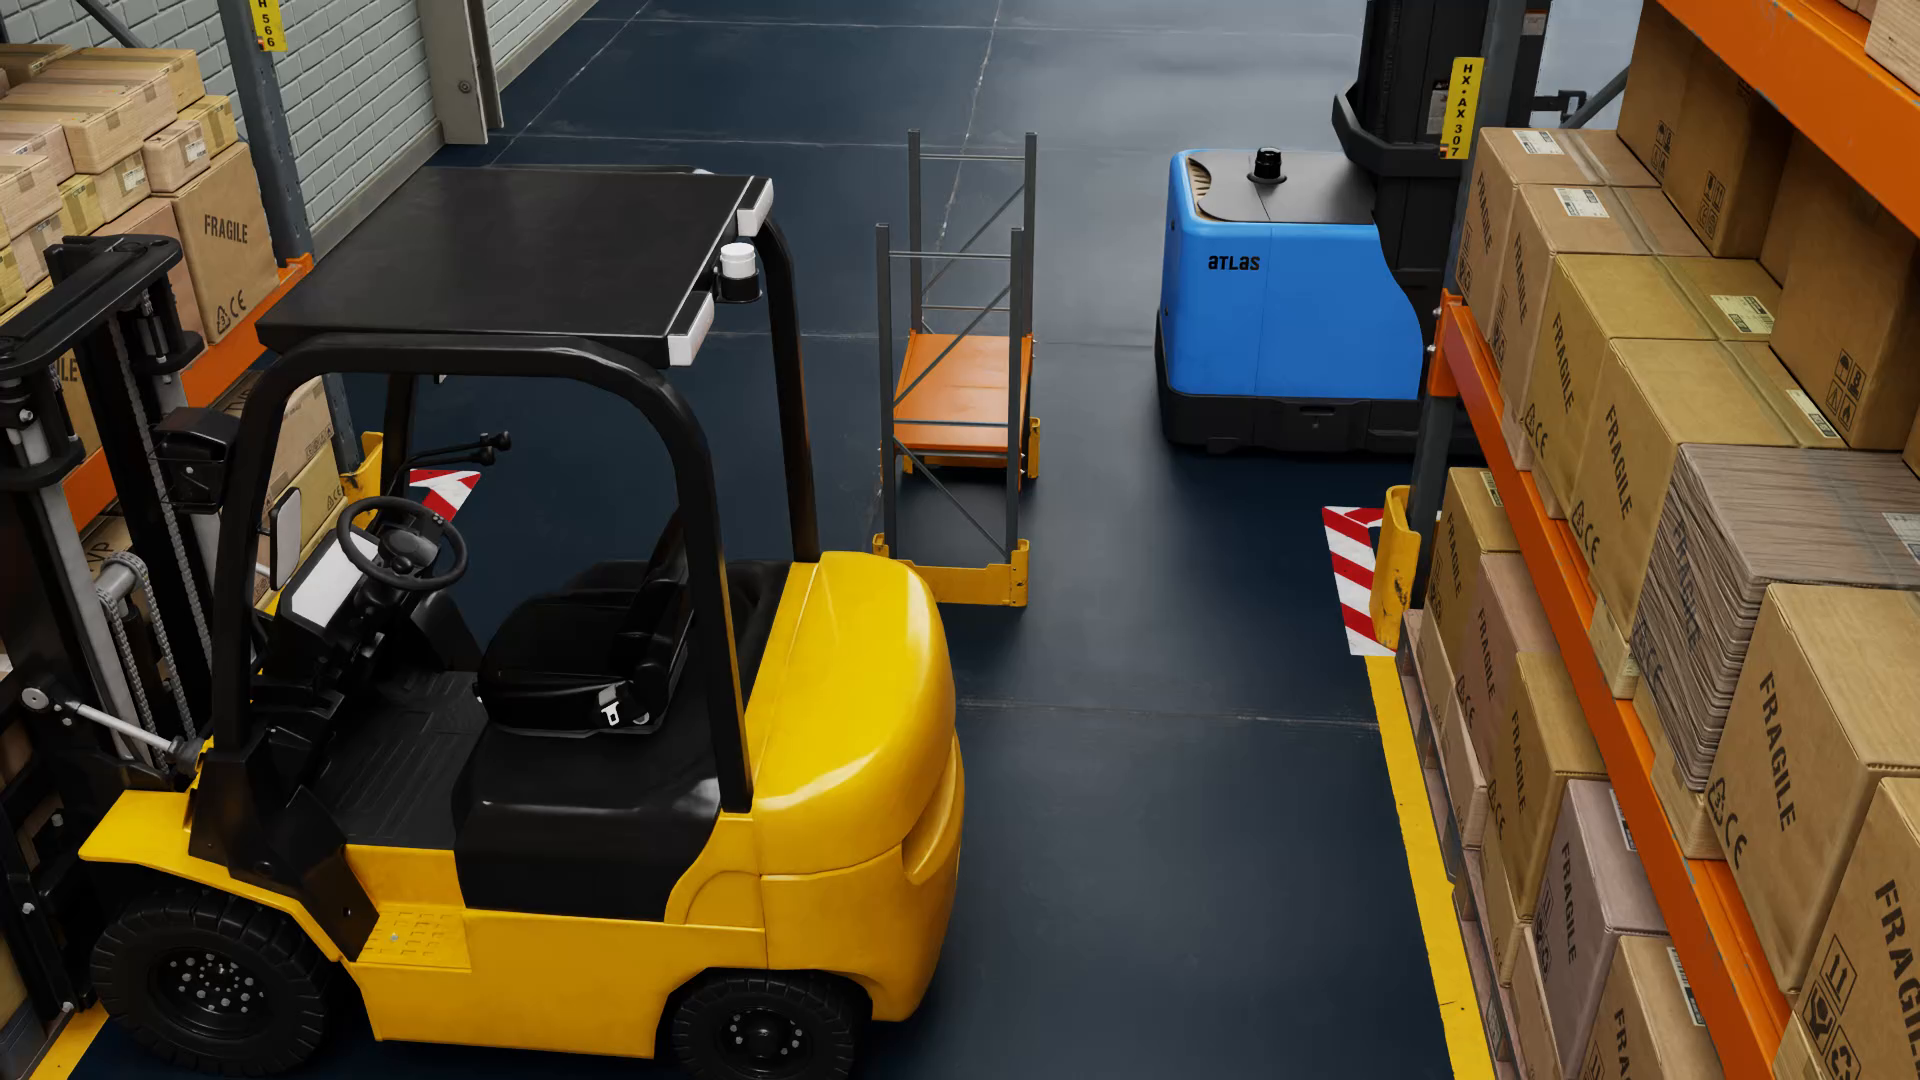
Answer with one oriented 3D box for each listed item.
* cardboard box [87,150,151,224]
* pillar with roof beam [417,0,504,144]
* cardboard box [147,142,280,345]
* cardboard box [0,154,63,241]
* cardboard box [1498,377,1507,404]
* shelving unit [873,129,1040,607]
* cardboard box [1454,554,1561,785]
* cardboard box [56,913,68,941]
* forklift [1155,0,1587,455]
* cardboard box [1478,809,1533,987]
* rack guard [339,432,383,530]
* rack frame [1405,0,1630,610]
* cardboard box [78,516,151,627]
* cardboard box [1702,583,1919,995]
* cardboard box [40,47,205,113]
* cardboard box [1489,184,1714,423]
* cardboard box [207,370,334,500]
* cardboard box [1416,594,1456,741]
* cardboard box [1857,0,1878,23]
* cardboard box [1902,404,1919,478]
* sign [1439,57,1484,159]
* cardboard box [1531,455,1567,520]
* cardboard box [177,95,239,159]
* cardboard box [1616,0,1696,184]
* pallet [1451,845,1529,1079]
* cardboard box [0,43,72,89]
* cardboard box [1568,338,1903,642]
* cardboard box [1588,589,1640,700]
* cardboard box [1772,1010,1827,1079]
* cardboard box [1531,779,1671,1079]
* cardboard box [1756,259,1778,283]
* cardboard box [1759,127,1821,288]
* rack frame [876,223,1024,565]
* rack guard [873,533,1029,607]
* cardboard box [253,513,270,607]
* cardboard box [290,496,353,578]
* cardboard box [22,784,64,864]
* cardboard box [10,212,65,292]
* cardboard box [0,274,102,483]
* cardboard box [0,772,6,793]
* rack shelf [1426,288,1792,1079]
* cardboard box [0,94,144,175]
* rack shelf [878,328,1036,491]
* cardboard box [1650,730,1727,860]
[{"bbox_3d":[-2.631,-1.048,4.878,0.380,0.149,0.250,3,32,5],"label":"cardboard box"},{"bbox_3d":[1.016,-6.373,8.513,9.100,9.000,0.400,2,32,4],"label":"pillar with roof beam"},{"bbox_3d":[-2.587,-0.965,5.361,0.500,0.500,0.500,2,32,3],"label":"cardboard box"},{"bbox_3d":[-2.616,-0.904,4.360,0.380,0.149,0.250,3,32,5],"label":"cardboard box"},{"bbox_3d":[1.796,-0.437,4.840,0.380,0.149,0.250,1,32,2],"label":"cardboard box"},{"bbox_3d":[0.006,-0.678,6.421,0.587,1.500,1.083,2,32,4],"label":"shelving unit"},{"bbox_3d":[1.758,0.388,4.767,0.500,0.500,0.500,1,32,2],"label":"cardboard box"},{"bbox_3d":[-2.651,0.854,4.726,0.500,0.250,0.500,3,32,6],"label":"cardboard box"},{"bbox_3d":[2.439,-1.840,6.942,3.031,2.935,1.130,2,32,3],"label":"forklift"},{"bbox_3d":[1.717,0.974,4.532,0.500,0.250,0.500,5,32,7],"label":"cardboard box"},{"bbox_3d":[-2.806,-0.139,6.499,1.175,0.500,0.348,2,32,4],"label":"rack guard"},{"bbox_3d":[2.139,-0.981,5.482,1.000,3.000,0.127,2,32,4],"label":"rack frame"},{"bbox_3d":[-2.602,0.161,4.897,0.500,0.250,0.500,3,32,5],"label":"cardboard box"},{"bbox_3d":[1.637,0.429,2.815,0.500,0.500,0.500,3,32,6],"label":"cardboard box"},{"bbox_3d":[-2.628,-1.440,5.230,0.380,0.149,0.250,3,32,4],"label":"cardboard box"},{"bbox_3d":[1.785,-0.643,4.556,0.500,0.500,0.500,3,32,5],"label":"cardboard box"},{"bbox_3d":[-2.535,-0.371,5.760,0.500,0.250,0.500,3,32,6],"label":"cardboard box"},{"bbox_3d":[1.798,0.421,5.428,0.500,0.250,0.500,2,32,4],"label":"cardboard box"},{"bbox_3d":[1.738,-0.907,2.743,0.380,0.149,0.250,3,32,5],"label":"cardboard box"},{"bbox_3d":[2.197,-0.232,2.936,0.700,0.500,0.500,2,32,3],"label":"cardboard box"},{"bbox_3d":[1.598,-1.372,5.293,0.100,0.325,0.005,2,32,4],"label":"sign"},{"bbox_3d":[1.742,-0.170,4.406,0.380,0.149,0.250,3,32,5],"label":"cardboard box"},{"bbox_3d":[-2.557,-1.316,5.313,0.380,0.149,0.250,3,32,5],"label":"cardboard box"},{"bbox_3d":[2.315,-1.299,4.667,0.700,0.500,0.500,2,32,3],"label":"cardboard box"},{"bbox_3d":[1.930,1.306,4.430,1.003,0.211,1.213,2,32,4],"label":"pallet"},{"bbox_3d":[-3.049,-1.470,5.278,0.380,0.149,0.250,2,32,3],"label":"cardboard box"},{"bbox_3d":[1.712,-0.110,3.691,0.500,0.500,0.500,2,32,3],"label":"cardboard box"},{"bbox_3d":[1.651,0.237,3.746,0.380,0.149,0.250,3,32,4],"label":"cardboard box"},{"bbox_3d":[1.549,0.906,2.660,0.380,0.149,0.250,3,32,5],"label":"cardboard box"},{"bbox_3d":[1.674,0.930,3.888,0.500,0.500,0.500,4,32,7],"label":"cardboard box"},{"bbox_3d":[2.324,-0.593,4.474,0.500,0.500,0.500,3,32,4],"label":"cardboard box"},{"bbox_3d":[2.327,-0.764,3.798,0.700,0.500,0.500,2,32,3],"label":"cardboard box"},{"bbox_3d":[-0.034,-0.417,5.998,0.500,1.500,0.032,2,32,4],"label":"rack frame"},{"bbox_3d":[-0.034,0.114,6.327,0.587,0.250,0.087,2,32,4],"label":"rack guard"},{"bbox_3d":[-2.588,0.118,5.444,0.500,0.250,0.500,2,32,4],"label":"cardboard box"},{"bbox_3d":[-2.532,0.060,6.014,0.500,0.250,0.500,3,32,4],"label":"cardboard box"},{"bbox_3d":[-2.653,0.650,4.580,0.500,0.250,0.500,2,32,4],"label":"cardboard box"},{"bbox_3d":[-2.637,-0.777,4.439,0.380,0.149,0.250,1,32,2],"label":"cardboard box"},{"bbox_3d":[-2.680,-0.426,4.487,0.500,0.500,0.500,2,32,3],"label":"cardboard box"},{"bbox_3d":[-2.701,0.700,4.023,0.500,0.250,0.500,3,32,6],"label":"cardboard box"},{"bbox_3d":[1.976,0.371,3.974,1.077,0.370,4.000,2,32,4],"label":"rack shelf"},{"bbox_3d":[-2.611,-1.172,4.795,0.380,0.149,0.250,3,32,5],"label":"cardboard box"},{"bbox_3d":[0.007,-0.530,6.523,0.538,0.185,1.000,2,32,4],"label":"rack shelf"},{"bbox_3d":[1.615,0.505,3.310,0.380,0.149,0.250,2,32,3],"label":"cardboard box"}]
